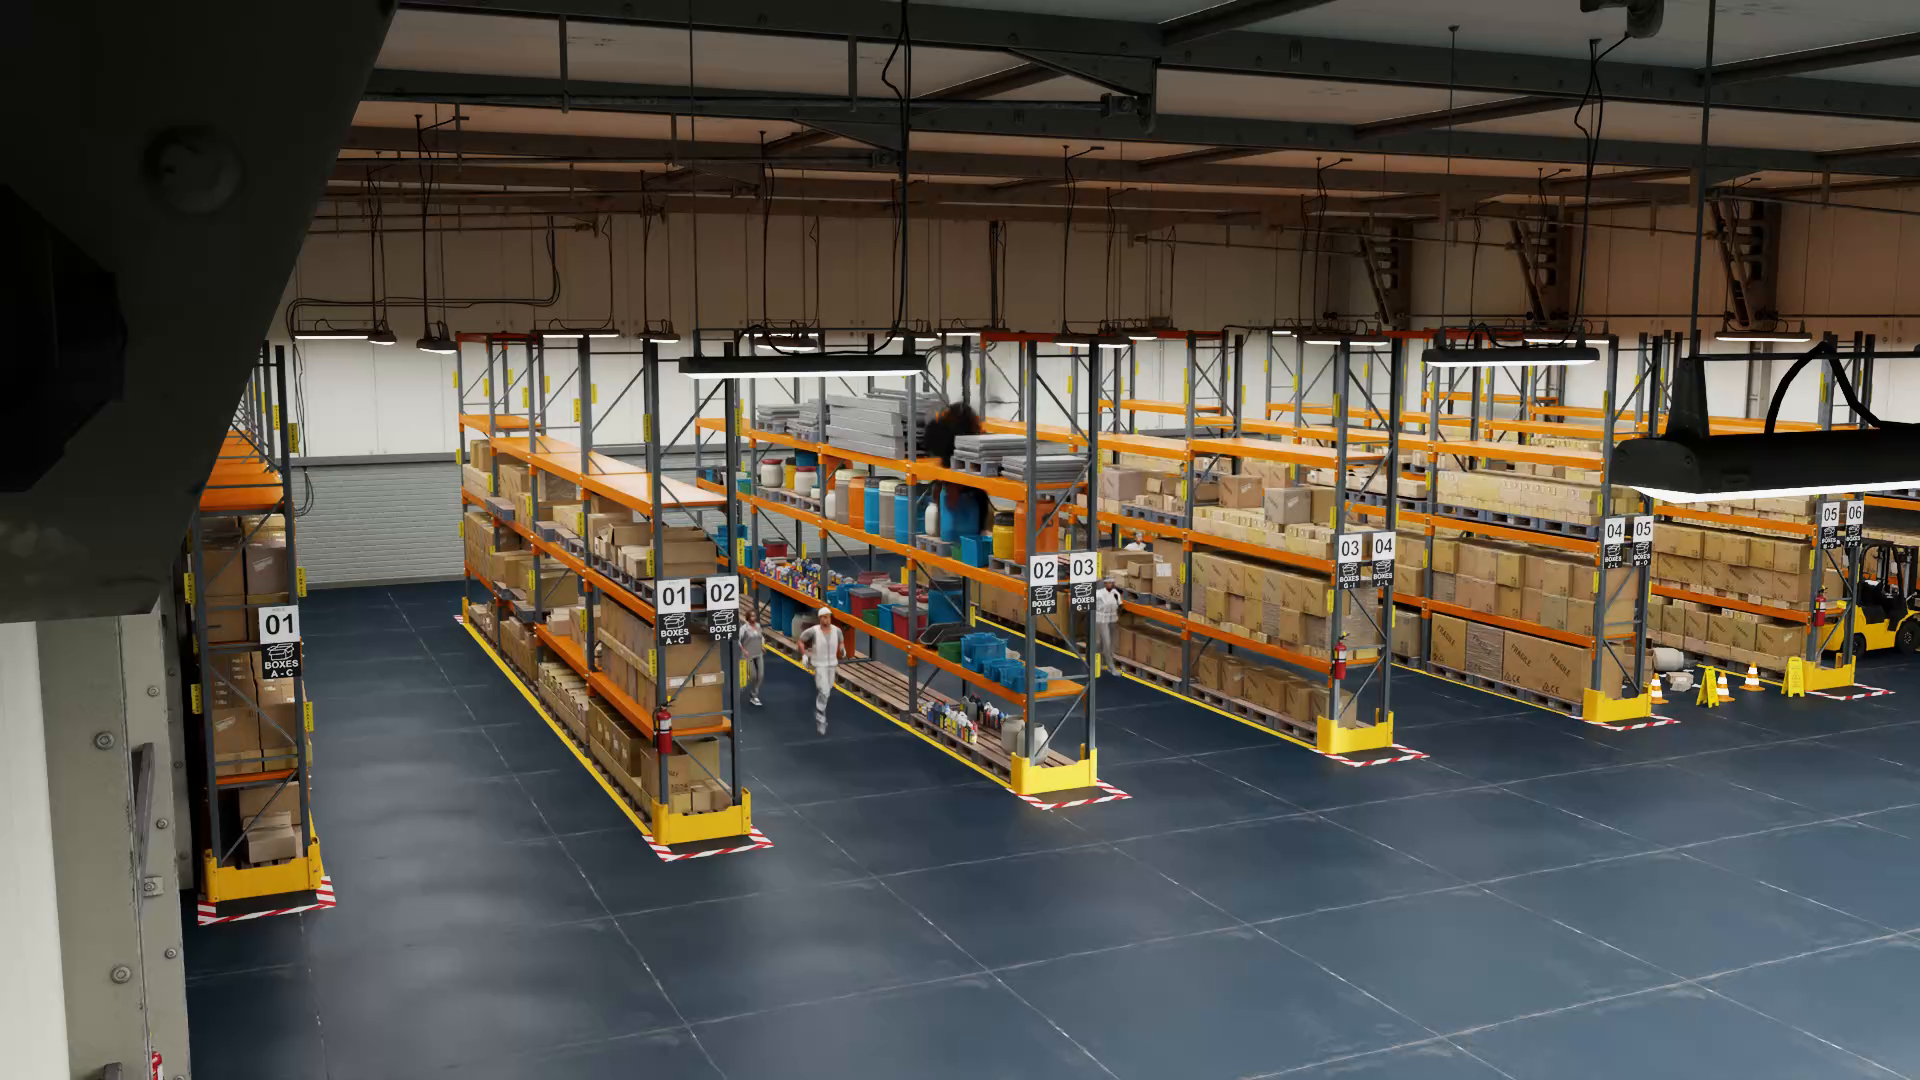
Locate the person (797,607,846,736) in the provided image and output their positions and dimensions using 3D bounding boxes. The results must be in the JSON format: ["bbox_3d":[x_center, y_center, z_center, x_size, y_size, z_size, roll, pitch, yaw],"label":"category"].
[{"bbox_3d":[-1.960,1.909,24.364,0.642,1.869,0.724,-5,9,-35],"label":"person"}]

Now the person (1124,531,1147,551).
[{"bbox_3d":[3.877,0.612,36.436,0.626,1.655,0.526,-4,9,-26],"label":"person"}]

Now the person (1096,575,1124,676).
[{"bbox_3d":[2.509,1.422,28.385,0.567,1.719,0.879,-4,9,-28],"label":"person"}]

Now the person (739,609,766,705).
[{"bbox_3d":[-3.428,1.903,27.264,0.537,1.561,0.589,-6,10,-38],"label":"person"}]
